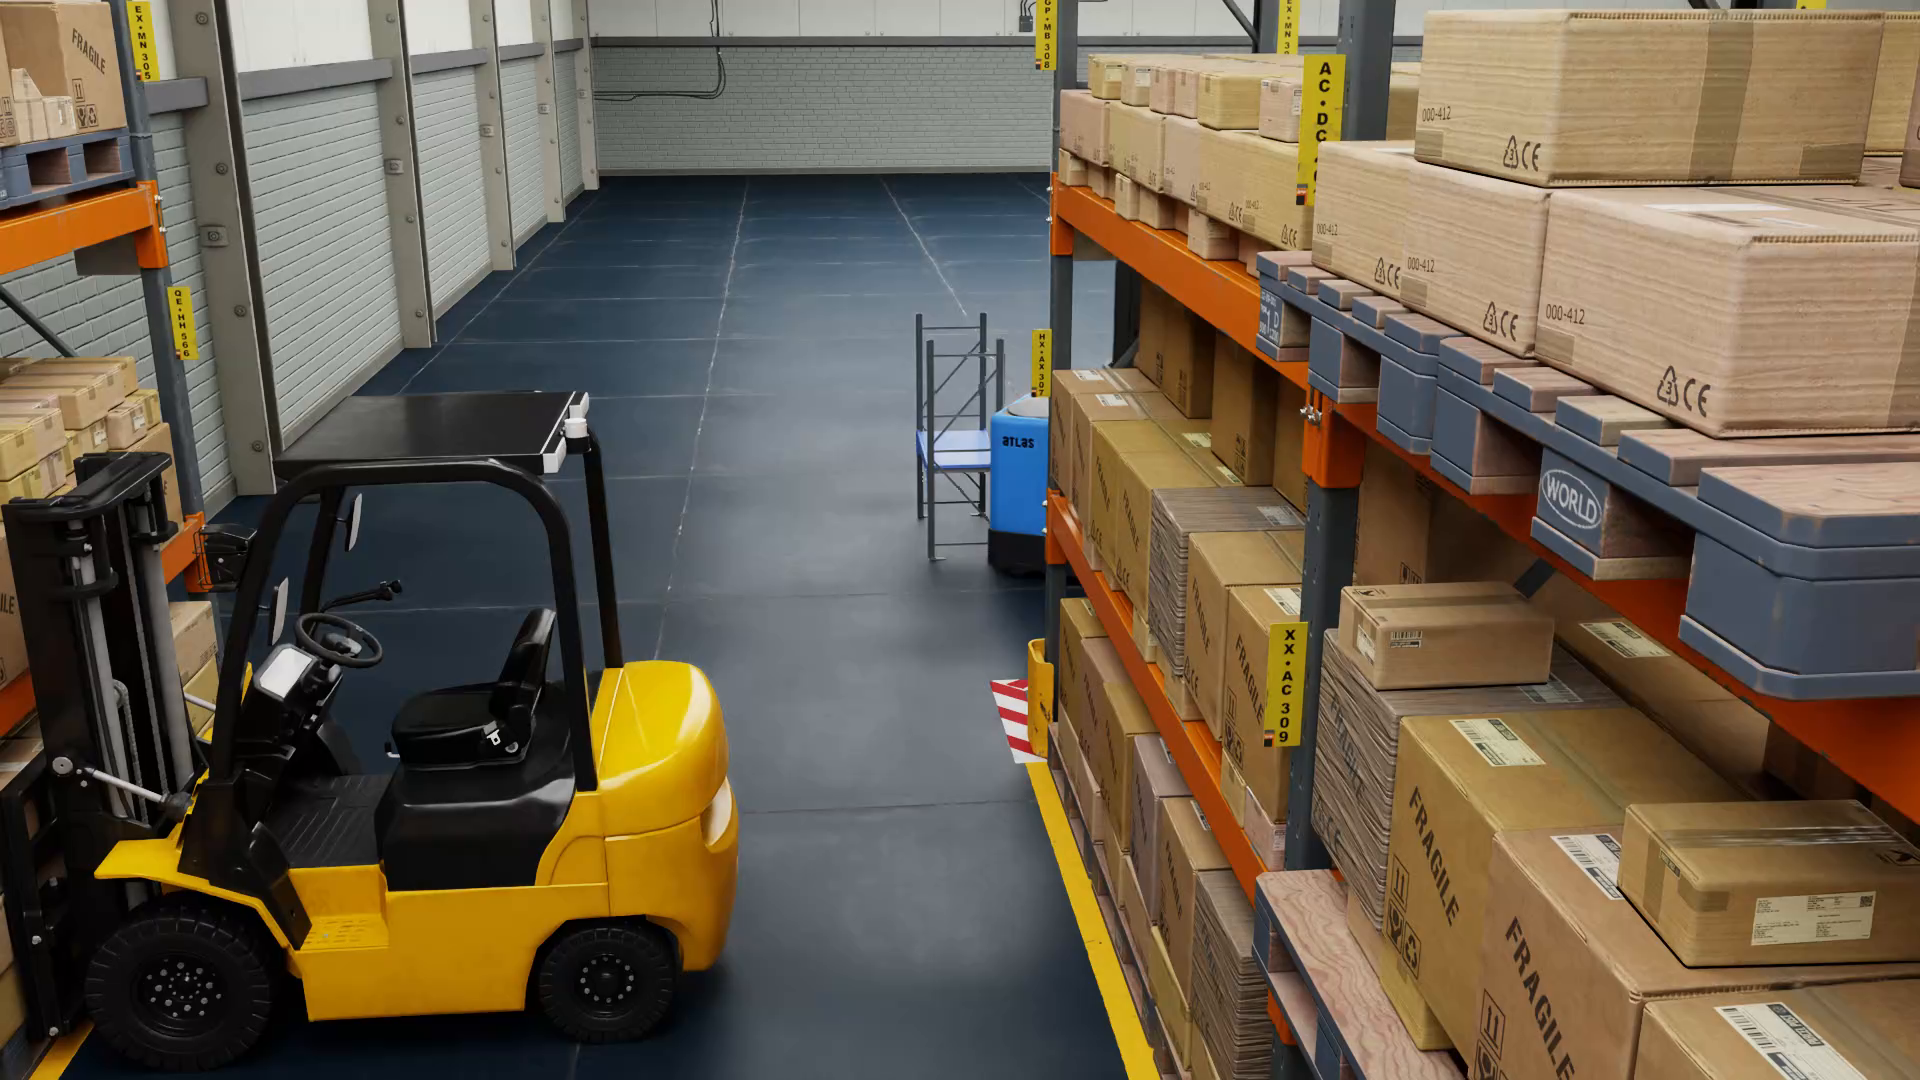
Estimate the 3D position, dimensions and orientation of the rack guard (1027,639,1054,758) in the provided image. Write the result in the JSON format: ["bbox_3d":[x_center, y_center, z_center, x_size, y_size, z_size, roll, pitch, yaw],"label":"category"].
[{"bbox_3d":[0.937,0.774,8.376,1.175,0.500,0.348,-2,18,-6],"label":"rack guard"}]

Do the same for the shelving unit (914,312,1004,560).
[{"bbox_3d":[-0.015,-0.741,11.535,0.538,1.500,1.048,-2,18,-5],"label":"shelving unit"}]

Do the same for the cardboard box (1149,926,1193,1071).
[{"bbox_3d":[0.949,1.536,5.666,0.500,0.250,0.500,-2,18,-7],"label":"cardboard box"}]

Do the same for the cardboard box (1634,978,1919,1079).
[{"bbox_3d":[1.258,0.959,2.250,0.500,0.500,0.500,-2,18,-8],"label":"cardboard box"}]

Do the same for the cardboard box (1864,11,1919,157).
[{"bbox_3d":[1.528,-0.879,3.176,0.500,0.250,0.500,-1,17,-4],"label":"cardboard box"}]

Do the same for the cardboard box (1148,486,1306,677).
[{"bbox_3d":[0.931,0.129,5.595,0.500,0.500,0.500,-1,17,-4],"label":"cardboard box"}]

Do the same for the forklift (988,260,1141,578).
[{"bbox_3d":[1.754,-1.149,10.445,3.031,2.935,1.130,7,19,20],"label":"forklift"}]

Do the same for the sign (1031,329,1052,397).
[{"bbox_3d":[0.390,-0.837,7.891,0.100,0.325,0.005,-2,18,-6],"label":"sign"}]

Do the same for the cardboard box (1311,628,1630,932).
[{"bbox_3d":[1.105,0.509,3.682,0.500,0.500,0.500,-1,17,-4],"label":"cardboard box"}]

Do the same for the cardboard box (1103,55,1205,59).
[{"bbox_3d":[0.805,-1.946,6.948,0.380,0.149,0.250,-2,18,-6],"label":"cardboard box"}]

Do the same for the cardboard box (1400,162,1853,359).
[{"bbox_3d":[1.057,-0.472,2.713,0.500,0.250,0.500,-2,18,-6],"label":"cardboard box"}]

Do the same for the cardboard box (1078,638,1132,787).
[{"bbox_3d":[0.799,0.724,7.000,0.500,0.500,0.500,-2,18,-8],"label":"cardboard box"}]

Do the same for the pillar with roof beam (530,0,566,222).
[{"bbox_3d":[-3.025,-10.197,29.133,9.100,9.000,0.400,-2,18,-6],"label":"pillar with roof beam"}]

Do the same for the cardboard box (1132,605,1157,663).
[{"bbox_3d":[0.838,0.329,6.041,0.380,0.149,0.250,-2,18,-5],"label":"cardboard box"}]

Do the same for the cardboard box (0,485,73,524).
[{"bbox_3d":[-3.598,0.112,6.146,0.500,0.500,0.500,-2,18,-7],"label":"cardboard box"}]

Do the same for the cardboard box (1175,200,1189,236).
[{"bbox_3d":[0.941,-1.109,5.612,0.380,0.149,0.250,-2,18,-6],"label":"cardboard box"}]

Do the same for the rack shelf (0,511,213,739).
[{"bbox_3d":[-3.801,0.653,5.792,1.077,0.370,4.000,-2,18,-6],"label":"rack shelf"}]

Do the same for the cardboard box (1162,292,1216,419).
[{"bbox_3d":[1.244,-0.811,6.920,0.700,0.500,0.500,-2,18,-5],"label":"cardboard box"}]

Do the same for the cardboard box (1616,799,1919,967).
[{"bbox_3d":[1.253,0.523,2.556,0.380,0.149,0.250,-1,17,-3],"label":"cardboard box"}]

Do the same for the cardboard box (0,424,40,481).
[{"bbox_3d":[-3.530,-0.308,5.905,0.380,0.149,0.250,-1,17,-5],"label":"cardboard box"}]

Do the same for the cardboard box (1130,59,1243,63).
[{"bbox_3d":[0.842,-1.722,6.233,0.380,0.149,0.250,-2,18,-6],"label":"cardboard box"}]

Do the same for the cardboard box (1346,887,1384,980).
[{"bbox_3d":[1.085,0.845,3.697,0.380,0.149,0.250,-2,17,-5],"label":"cardboard box"}]

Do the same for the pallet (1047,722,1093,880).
[{"bbox_3d":[0.986,1.155,7.645,1.003,0.211,1.213,-2,18,-6],"label":"pallet"}]

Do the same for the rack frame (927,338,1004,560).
[{"bbox_3d":[0.034,-0.590,11.052,0.500,1.500,0.032,-2,18,-5],"label":"rack frame"}]

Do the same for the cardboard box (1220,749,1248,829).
[{"bbox_3d":[0.973,0.710,4.827,0.380,0.149,0.250,-1,17,-4],"label":"cardboard box"}]

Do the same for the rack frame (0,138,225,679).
[{"bbox_3d":[-4.007,-0.287,7.582,1.000,3.000,0.127,-2,18,-6],"label":"rack frame"}]

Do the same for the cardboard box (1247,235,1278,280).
[{"bbox_3d":[1.017,-0.799,4.624,0.380,0.149,0.250,-2,18,-5],"label":"cardboard box"}]

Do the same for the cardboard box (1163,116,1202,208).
[{"bbox_3d":[0.937,-1.177,5.164,0.500,0.250,0.500,-2,18,-7],"label":"cardboard box"}]

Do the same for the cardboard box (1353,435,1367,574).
[{"bbox_3d":[1.481,-0.207,4.994,0.700,0.500,0.500,-2,18,-5],"label":"cardboard box"}]

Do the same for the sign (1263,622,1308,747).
[{"bbox_3d":[0.803,0.357,4.088,0.100,0.325,0.005,-2,18,-6],"label":"sign"}]

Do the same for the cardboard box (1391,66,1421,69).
[{"bbox_3d":[1.445,-1.431,5.308,0.380,0.149,0.250,-2,18,-6],"label":"cardboard box"}]

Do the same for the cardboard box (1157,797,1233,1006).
[{"bbox_3d":[0.960,1.185,5.532,0.500,0.500,0.500,-1,17,-5],"label":"cardboard box"}]

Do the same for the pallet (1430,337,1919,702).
[{"bbox_3d":[1.410,-0.095,2.276,1.213,0.211,1.003,-2,18,-6],"label":"pallet"}]

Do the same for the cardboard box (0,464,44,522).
[{"bbox_3d":[-3.536,-0.168,5.953,0.380,0.149,0.250,-2,18,-5],"label":"cardboard box"}]

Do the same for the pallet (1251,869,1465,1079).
[{"bbox_3d":[1.276,1.074,3.567,1.003,0.211,1.213,-2,18,-6],"label":"pallet"}]

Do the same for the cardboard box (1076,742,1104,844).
[{"bbox_3d":[0.783,1.072,7.145,0.500,0.250,0.500,-1,17,-4],"label":"cardboard box"}]

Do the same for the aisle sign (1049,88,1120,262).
[{"bbox_3d":[0.615,-1.690,7.713,0.394,0.787,0.004,-2,18,-6],"label":"aisle sign"}]

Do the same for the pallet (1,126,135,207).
[{"bbox_3d":[-3.960,-1.464,6.472,1.003,0.211,1.213,-2,18,-6],"label":"pallet"}]

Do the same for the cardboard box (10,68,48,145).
[{"bbox_3d":[-3.594,-1.589,6.078,0.396,0.266,0.258,-2,18,-5],"label":"cardboard box"}]

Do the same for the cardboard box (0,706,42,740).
[{"bbox_3d":[-3.529,0.777,6.413,0.500,0.250,0.500,-2,17,-5],"label":"cardboard box"}]

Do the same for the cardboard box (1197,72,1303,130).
[{"bbox_3d":[0.894,-1.257,4.754,0.380,0.149,0.250,-1,17,-4],"label":"cardboard box"}]

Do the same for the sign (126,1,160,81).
[{"bbox_3d":[-3.466,-2.115,7.052,0.100,0.325,0.005,-2,18,-6],"label":"sign"}]

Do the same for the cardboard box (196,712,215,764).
[{"bbox_3d":[-3.645,0.955,7.516,0.500,0.250,0.500,-2,18,-5],"label":"cardboard box"}]

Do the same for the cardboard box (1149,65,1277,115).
[{"bbox_3d":[0.837,-1.488,5.488,0.380,0.149,0.250,-2,17,-5],"label":"cardboard box"}]

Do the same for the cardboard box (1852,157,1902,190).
[{"bbox_3d":[1.593,-0.489,2.767,0.500,0.250,0.500,-2,17,-5],"label":"cardboard box"}]

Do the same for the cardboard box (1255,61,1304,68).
[{"bbox_3d":[1.285,-1.659,6.032,0.380,0.149,0.250,-2,18,-7],"label":"cardboard box"}]

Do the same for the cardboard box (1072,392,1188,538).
[{"bbox_3d":[0.759,-0.327,7.046,0.500,0.500,0.500,-1,17,-4],"label":"cardboard box"}]

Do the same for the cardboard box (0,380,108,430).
[{"bbox_3d":[-3.651,-0.536,6.629,0.380,0.149,0.250,-1,17,-4],"label":"cardboard box"}]

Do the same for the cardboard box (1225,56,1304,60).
[{"bbox_3d":[1.291,-1.888,6.762,0.380,0.149,0.250,-2,18,-6],"label":"cardboard box"}]

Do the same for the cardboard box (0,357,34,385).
[{"bbox_3d":[-4.185,-0.679,7.085,0.380,0.149,0.250,-2,18,-7],"label":"cardboard box"}]

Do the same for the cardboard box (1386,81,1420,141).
[{"bbox_3d":[1.092,-1.029,4.026,0.380,0.149,0.250,-1,17,-4],"label":"cardboard box"}]

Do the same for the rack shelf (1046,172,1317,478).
[{"bbox_3d":[1.136,-0.933,5.834,1.077,0.370,4.000,-2,18,-6],"label":"rack shelf"}]

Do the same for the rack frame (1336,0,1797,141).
[{"bbox_3d":[1.342,-2.111,3.379,1.000,3.000,0.127,-2,18,-6],"label":"rack frame"}]

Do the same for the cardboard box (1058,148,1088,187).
[{"bbox_3d":[0.641,-1.643,7.315,0.380,0.149,0.250,-2,18,-6],"label":"cardboard box"}]

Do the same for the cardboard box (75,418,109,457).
[{"bbox_3d":[-3.671,-0.395,6.676,0.380,0.149,0.250,-1,17,-5],"label":"cardboard box"}]

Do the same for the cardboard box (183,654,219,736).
[{"bbox_3d":[-3.646,0.722,7.425,0.500,0.250,0.500,-2,18,-6],"label":"cardboard box"}]

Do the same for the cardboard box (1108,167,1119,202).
[{"bbox_3d":[0.800,-1.415,6.588,0.380,0.149,0.250,-2,18,-6],"label":"cardboard box"}]

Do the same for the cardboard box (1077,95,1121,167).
[{"bbox_3d":[0.759,-1.634,6.620,0.500,0.250,0.500,-2,18,-6],"label":"cardboard box"}]
